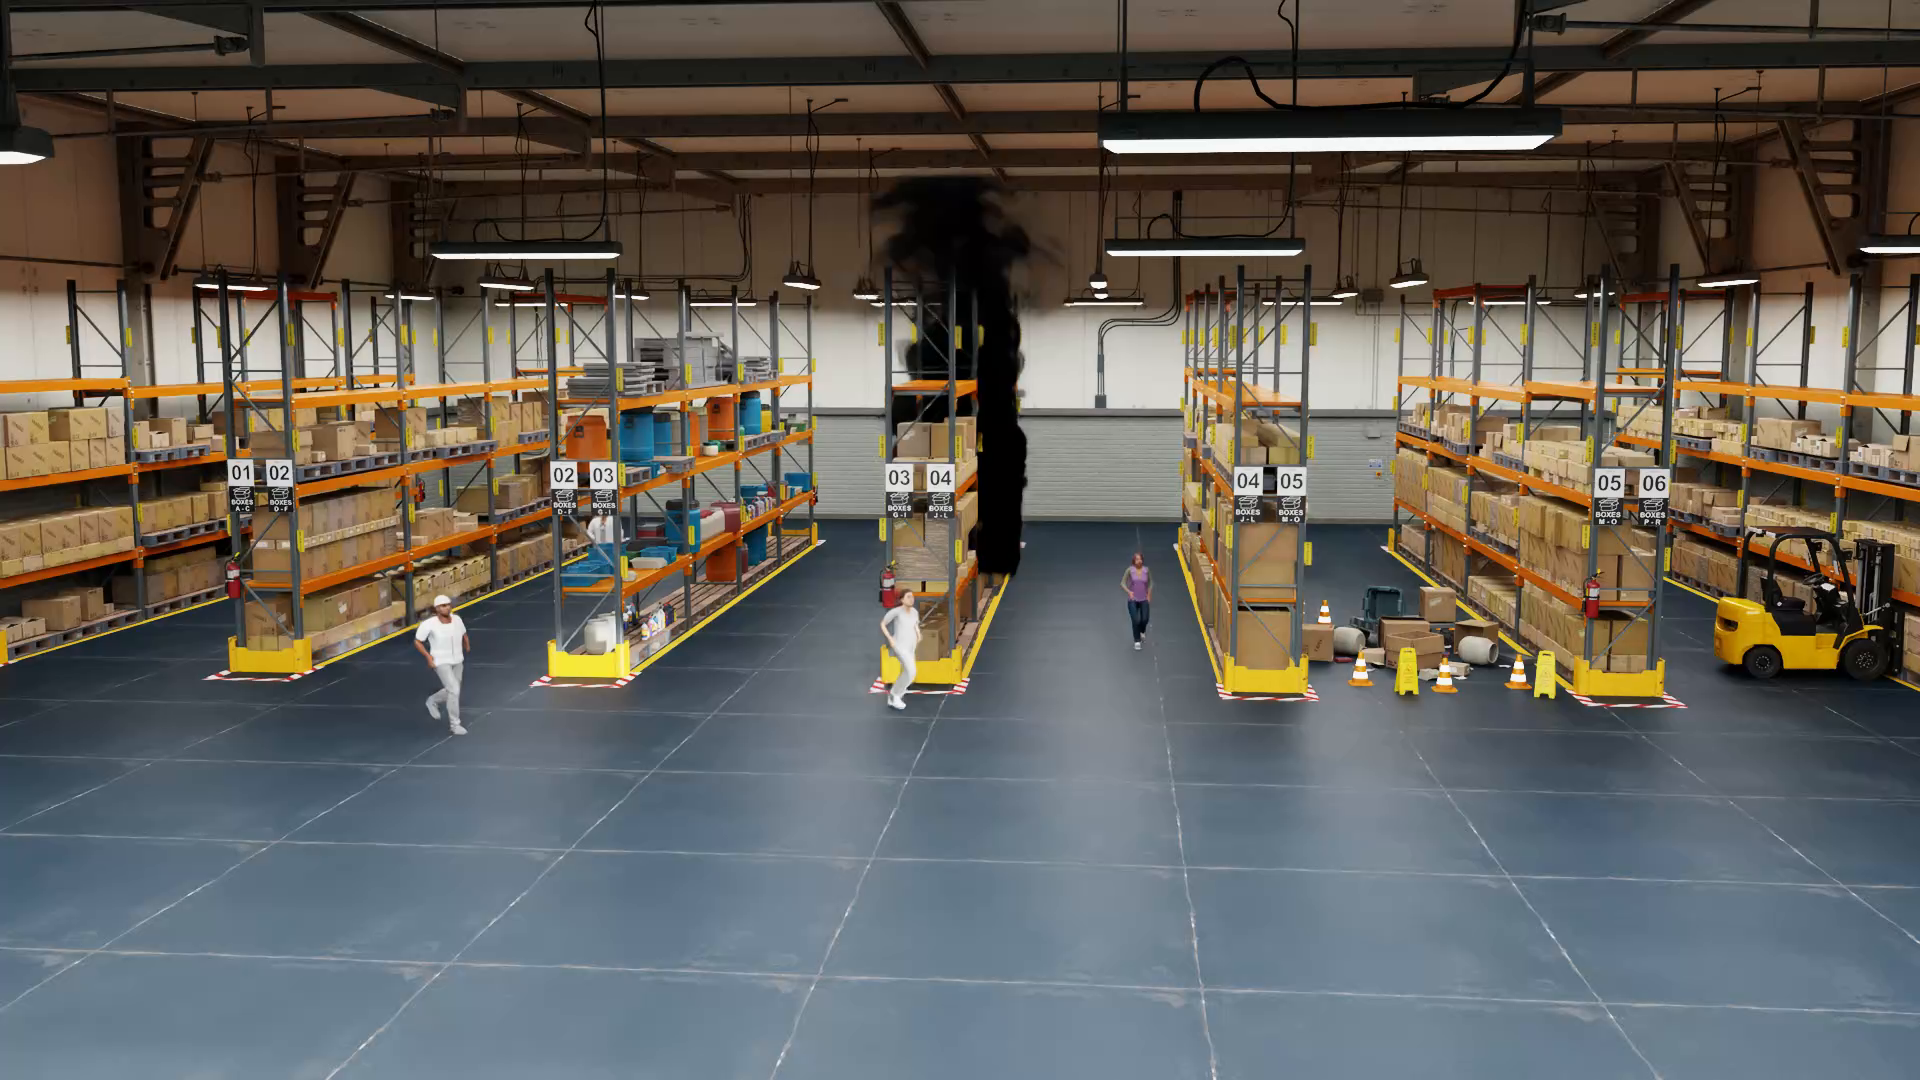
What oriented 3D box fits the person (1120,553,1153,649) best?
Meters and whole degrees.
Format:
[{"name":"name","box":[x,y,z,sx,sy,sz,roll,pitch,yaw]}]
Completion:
[{"name":"person","box":[2.858,0.981,26.804,0.543,1.567,0.530,0,7,-2]}]

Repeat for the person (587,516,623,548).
[{"name":"person","box":[-6.970,0.217,32.664,0.707,1.652,0.681,0,7,0]}]

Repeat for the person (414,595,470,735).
[{"name":"person","box":[-6.570,1.568,21.241,0.823,1.763,0.690,5,9,38]}]

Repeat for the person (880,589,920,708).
[{"name":"person","box":[-0.758,1.466,22.442,0.557,1.638,0.572,-7,10,-45]}]
